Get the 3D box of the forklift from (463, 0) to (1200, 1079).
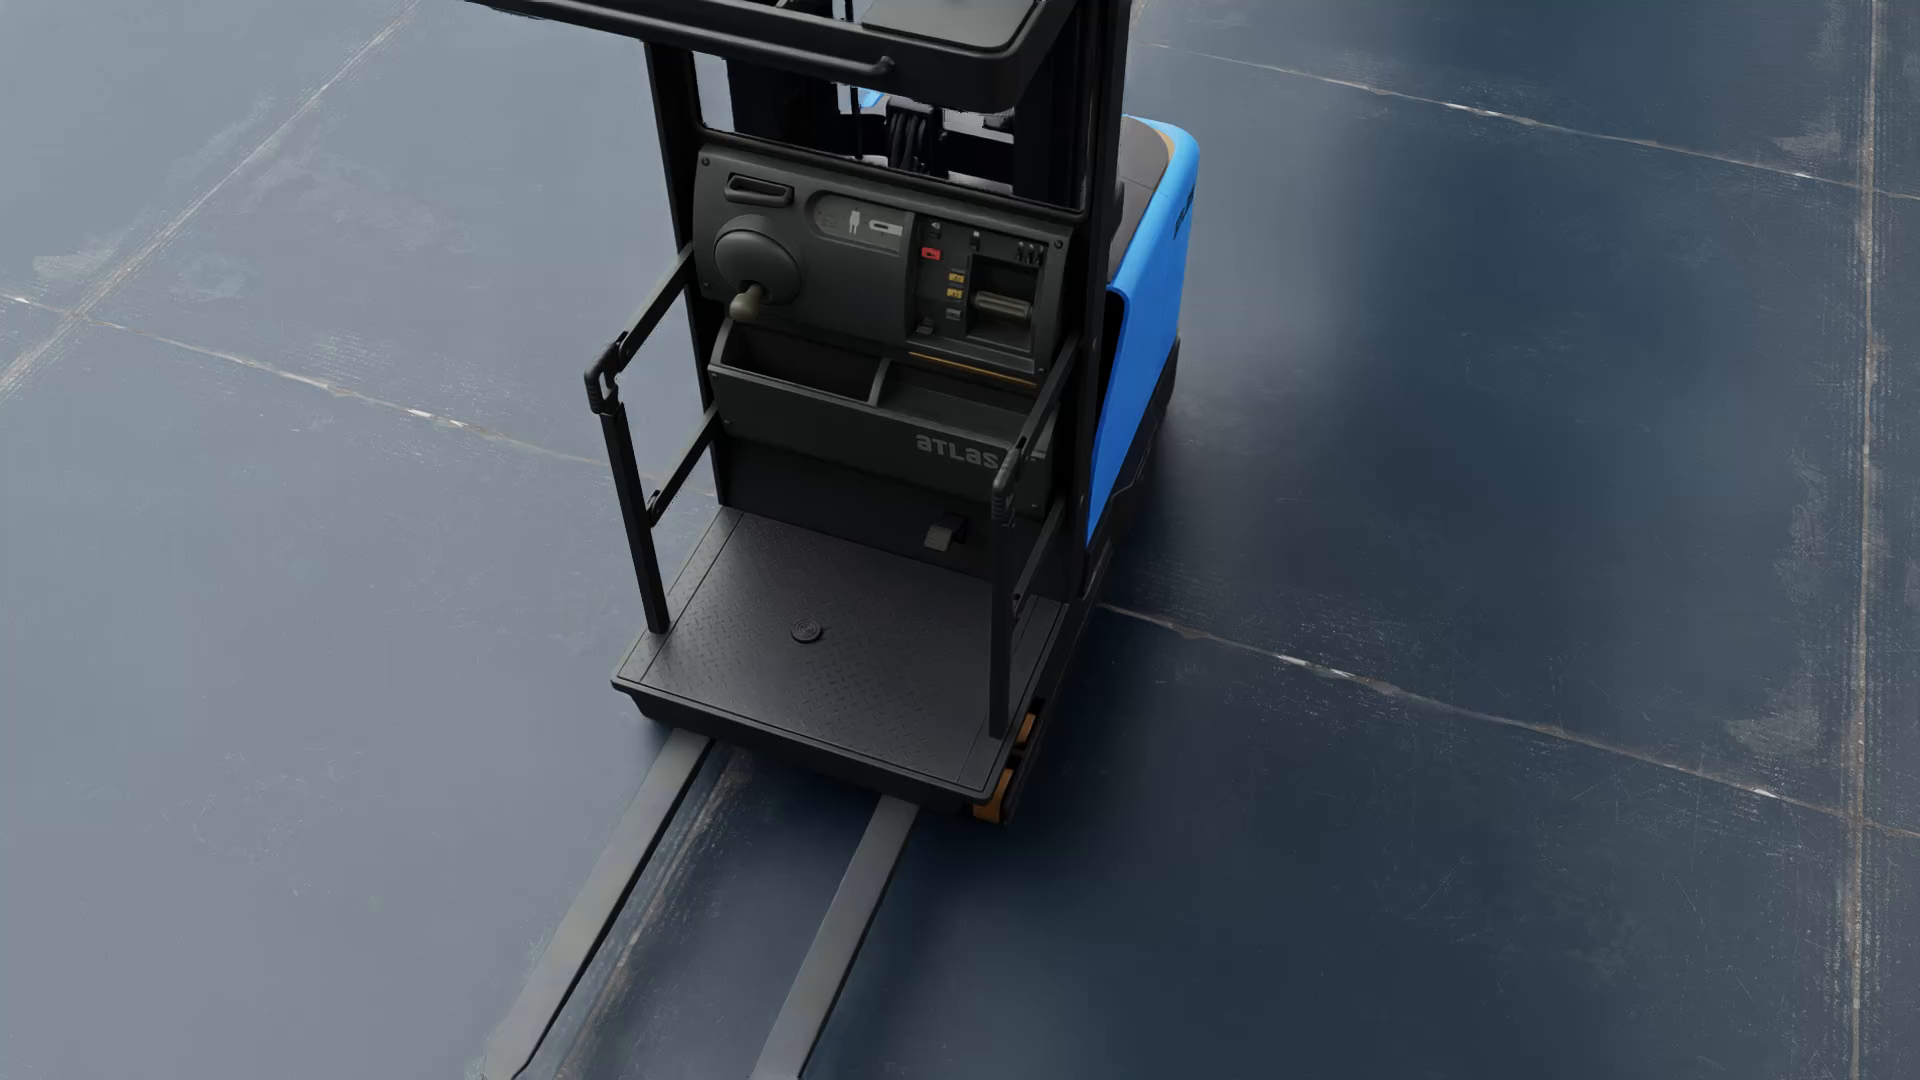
[{"bbox_3d":[-0.271,-0.546,3.783,1.130,2.935,3.031,16,51,13],"label":"forklift"}]
